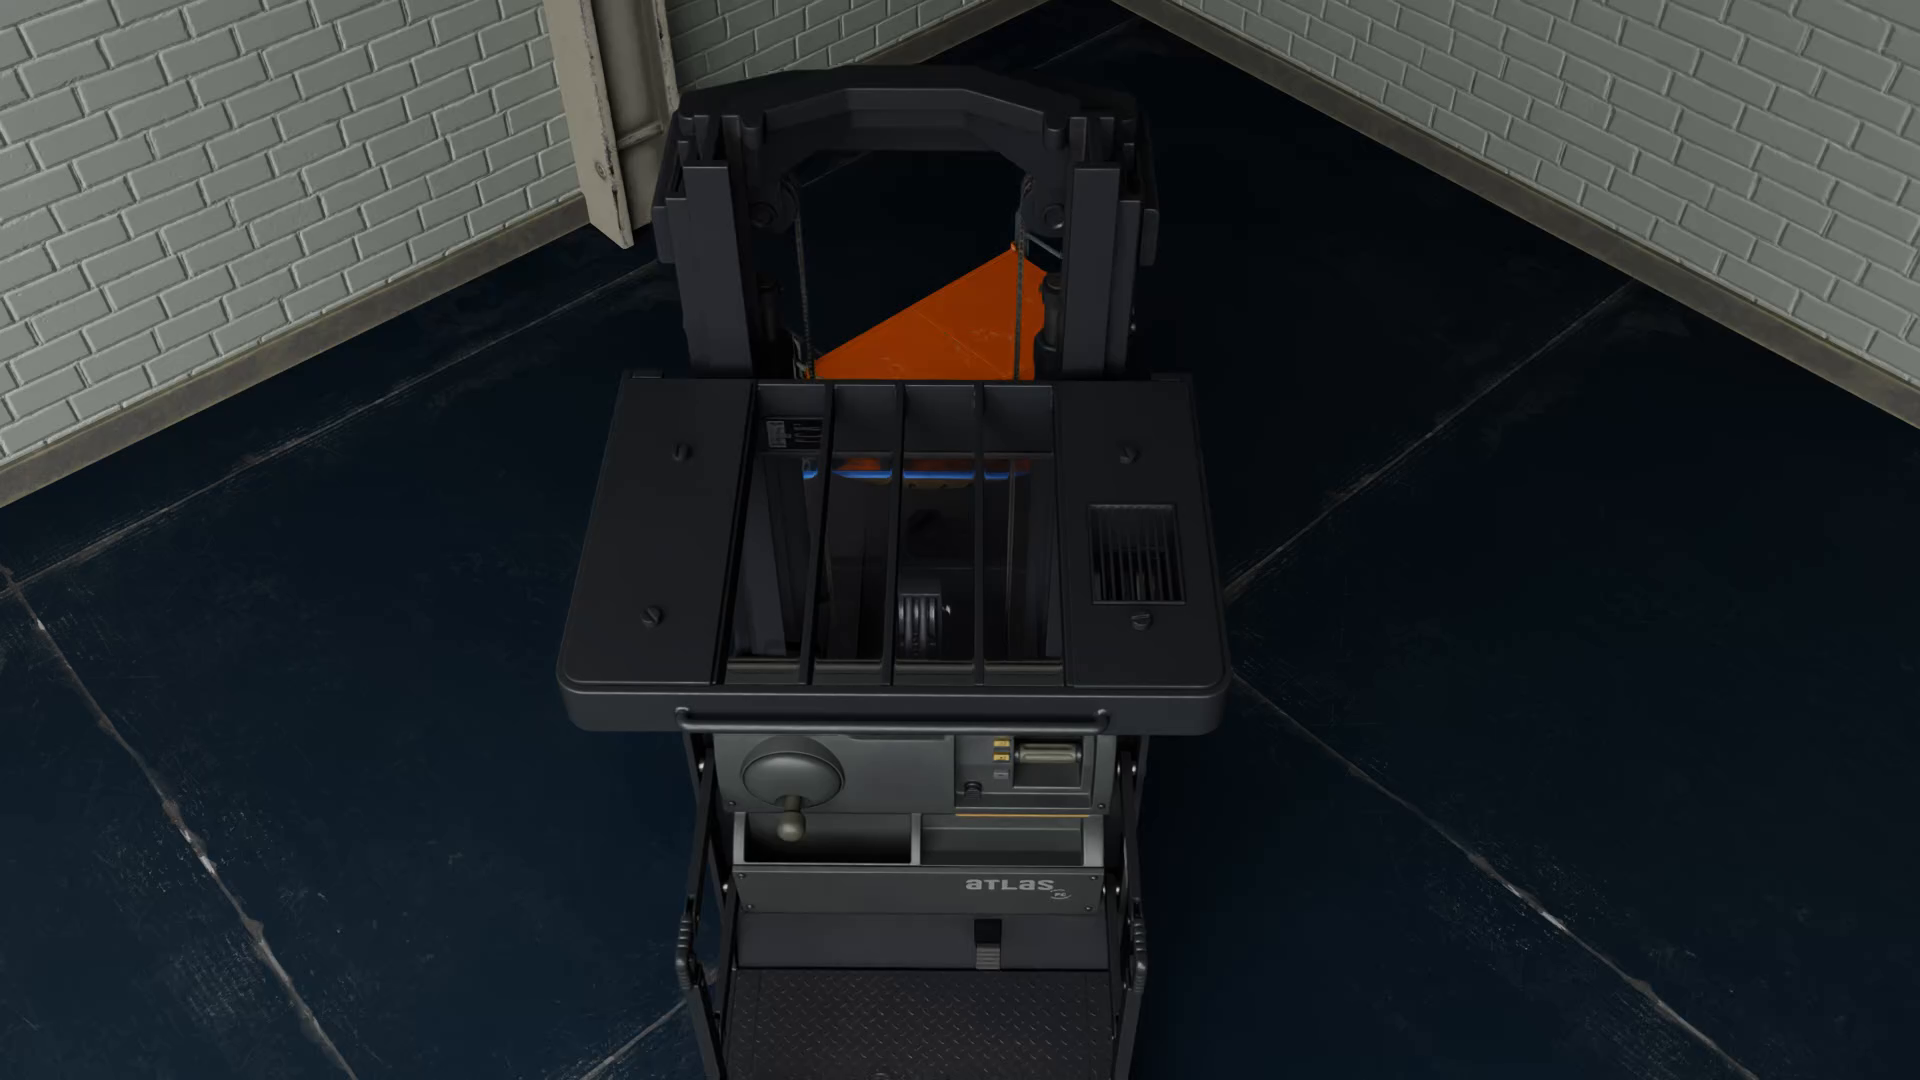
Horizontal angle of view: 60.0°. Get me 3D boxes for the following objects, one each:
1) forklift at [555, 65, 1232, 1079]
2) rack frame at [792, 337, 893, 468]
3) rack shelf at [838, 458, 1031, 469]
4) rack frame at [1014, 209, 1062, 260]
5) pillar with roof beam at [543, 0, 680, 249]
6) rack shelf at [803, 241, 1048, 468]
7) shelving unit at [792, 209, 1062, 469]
[{"bbox_3d":[-0.103,0.601,3.701,1.130,2.935,3.031,0,47,0],"label":"forklift"},{"bbox_3d":[-0.381,-0.127,5.602,0.032,1.125,0.500,-34,56,-27],"label":"rack frame"},{"bbox_3d":[-0.005,-0.212,6.013,1.000,0.278,0.538,-34,56,-27],"label":"rack shelf"},{"bbox_3d":[0.371,-0.629,6.065,0.032,1.125,0.500,-34,56,-27],"label":"rack frame"},{"bbox_3d":[1.436,-2.195,2.152,0.400,9.000,9.100,-34,56,-27],"label":"pillar with roof beam"},{"bbox_3d":[-0.005,-0.577,5.618,1.000,0.278,0.538,-34,56,-27],"label":"rack shelf"},{"bbox_3d":[-0.005,-0.378,5.834,1.048,1.125,0.538,-34,56,-27],"label":"shelving unit"}]
